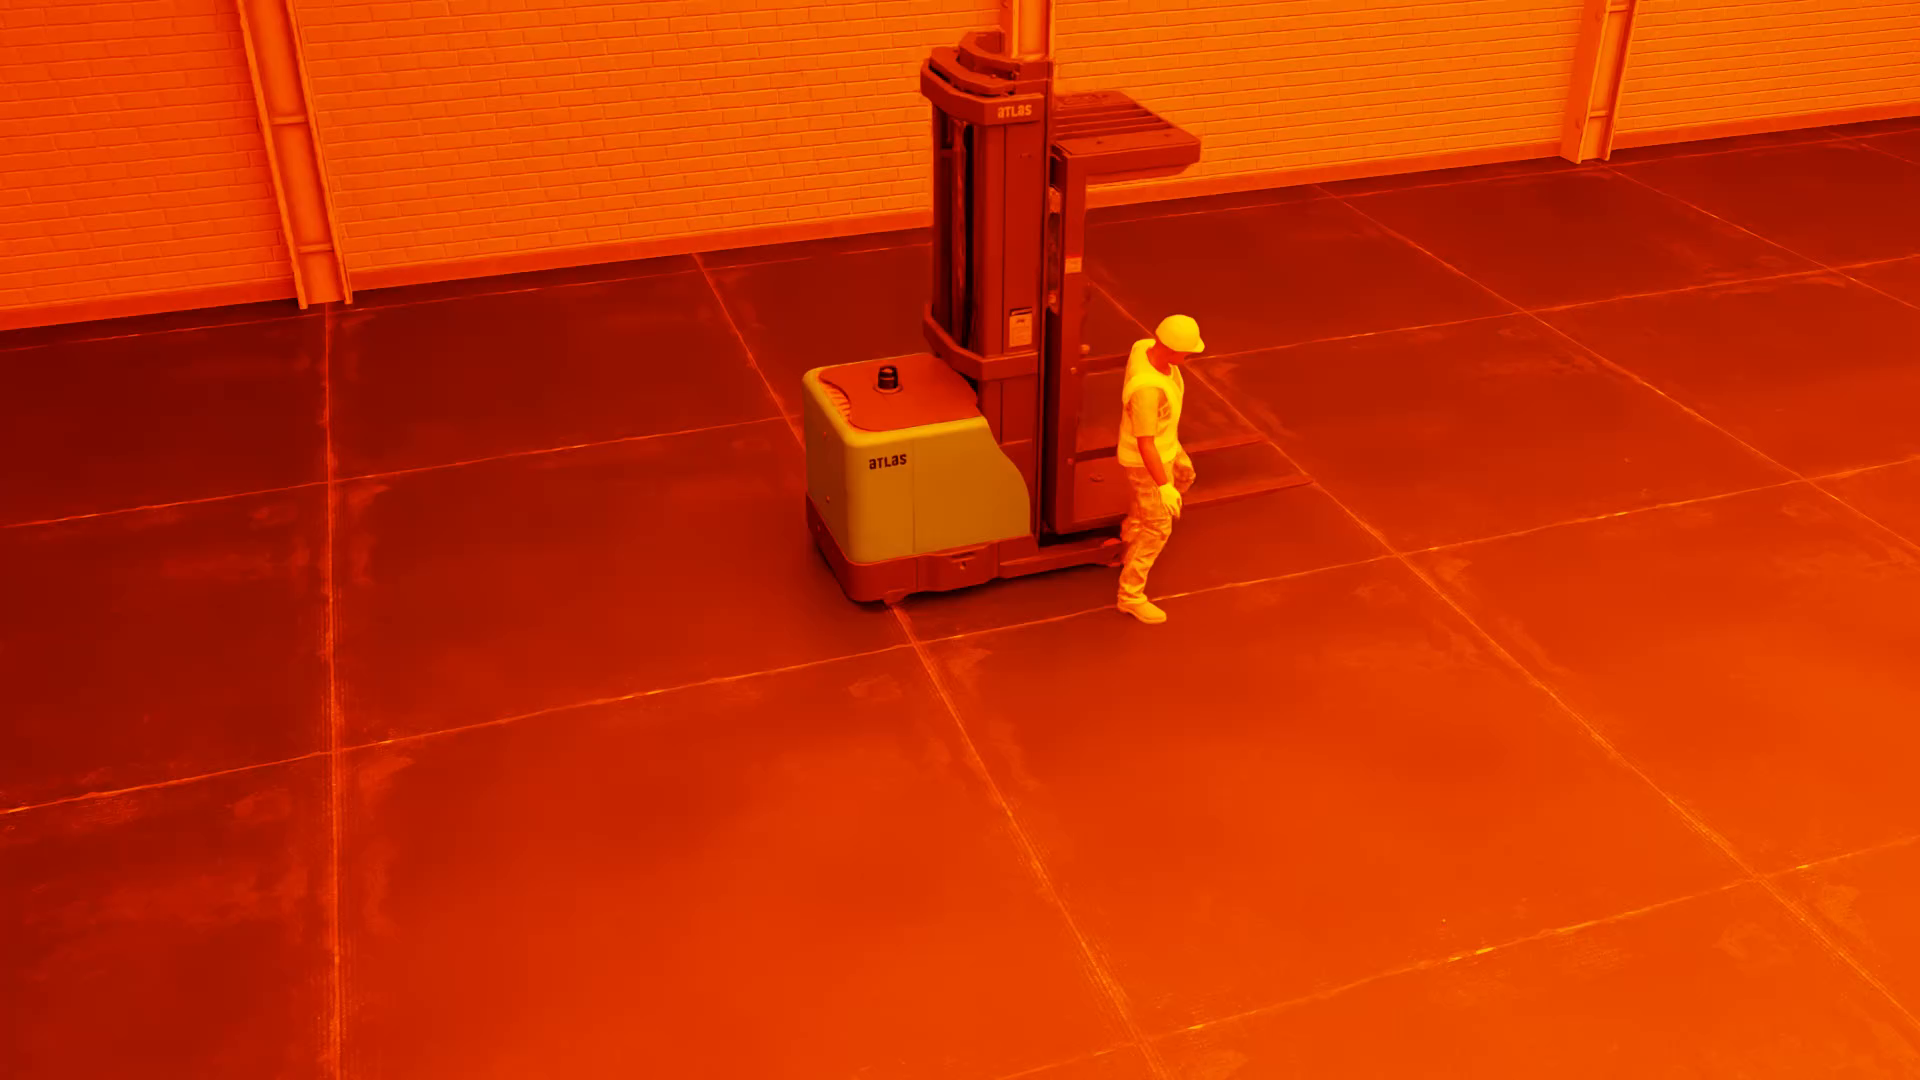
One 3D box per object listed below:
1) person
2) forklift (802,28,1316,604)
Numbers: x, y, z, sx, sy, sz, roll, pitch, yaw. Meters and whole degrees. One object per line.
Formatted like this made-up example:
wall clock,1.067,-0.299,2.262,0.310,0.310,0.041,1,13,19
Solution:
person,1.083,-0.457,9.087,0.450,1.733,0.937,3,30,6
forklift,0.652,-1.349,9.431,3.031,2.935,1.130,-10,31,-17
